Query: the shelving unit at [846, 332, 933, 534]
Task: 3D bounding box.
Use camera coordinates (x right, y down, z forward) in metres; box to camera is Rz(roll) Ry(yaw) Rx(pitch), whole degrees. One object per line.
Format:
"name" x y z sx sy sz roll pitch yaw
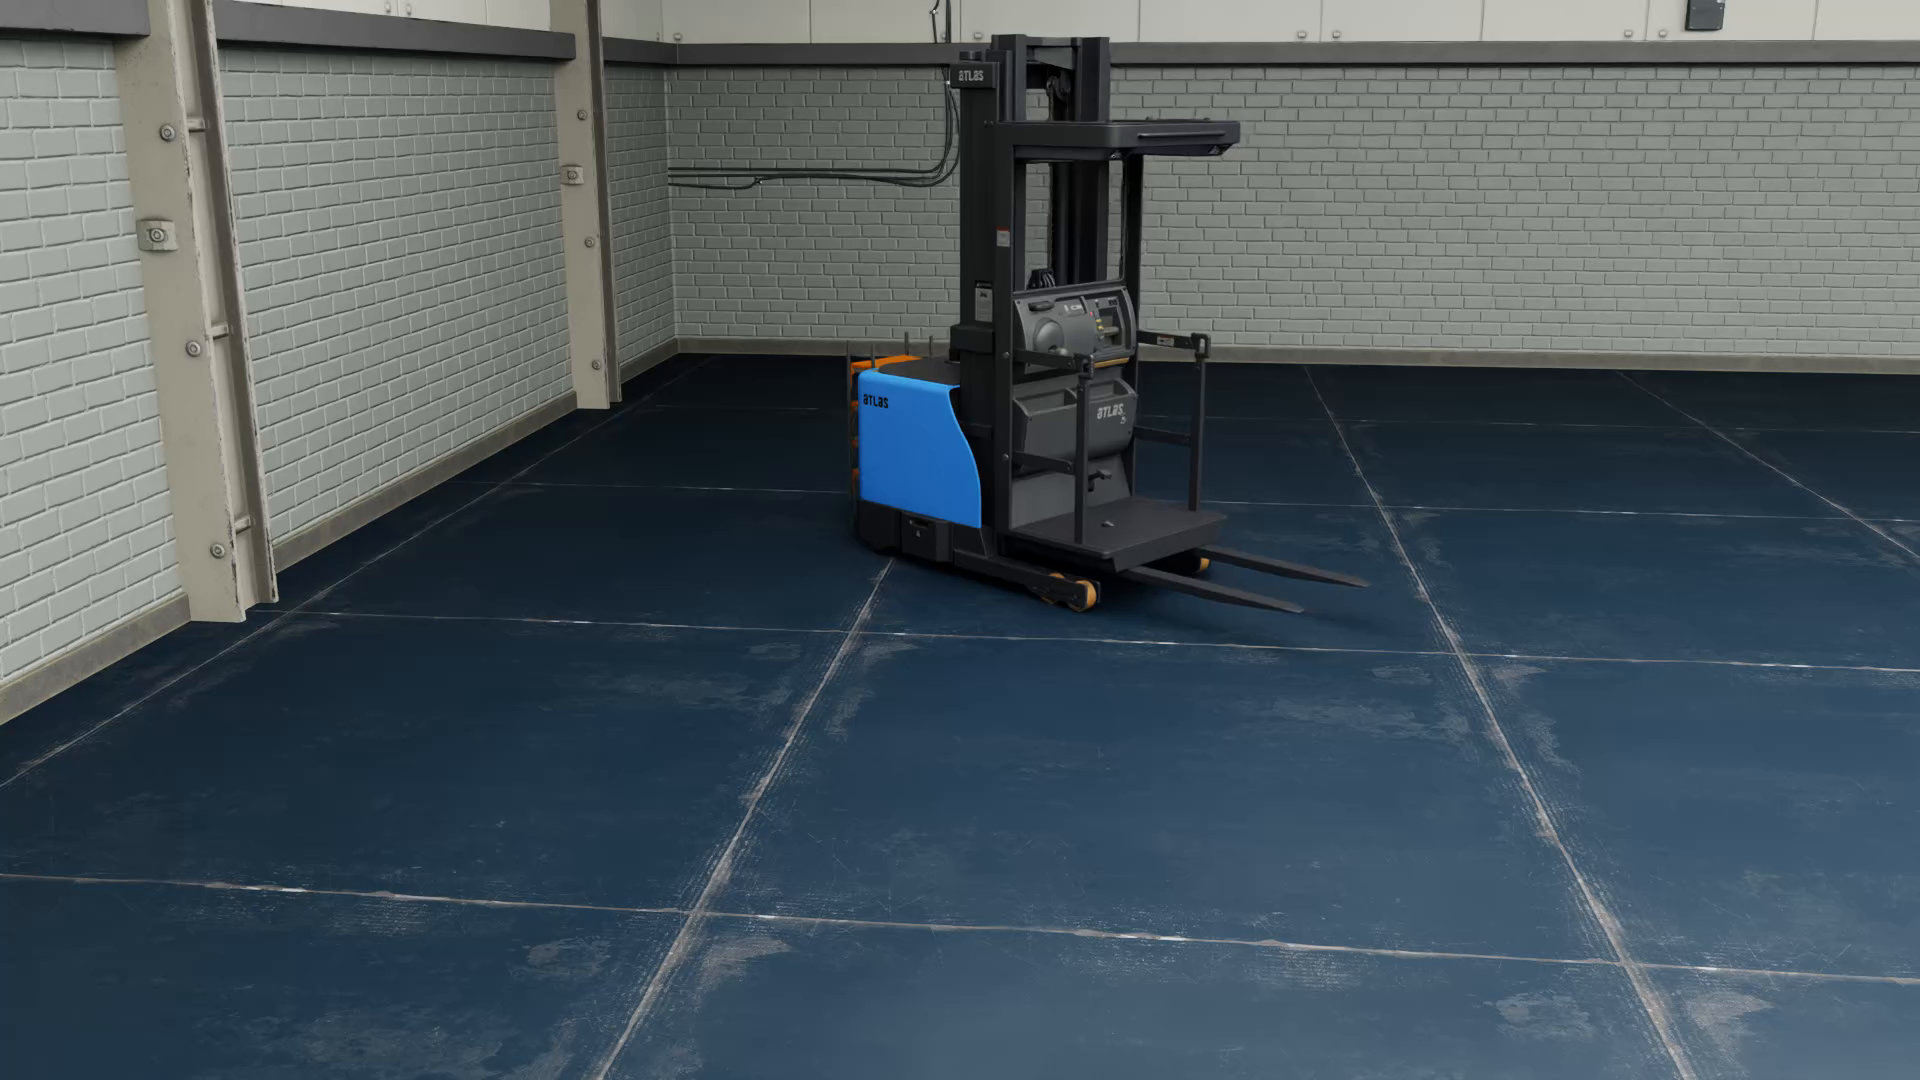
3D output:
"shelving unit" -0.424 -0.651 10.271 0.258 1.200 0.503 14 21 42

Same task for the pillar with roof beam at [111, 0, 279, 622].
"pillar with roof beam" 0.432 -3.848 7.151 9.100 9.000 0.400 2 15 6

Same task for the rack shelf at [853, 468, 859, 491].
"rack shelf" -0.424 -0.394 10.341 0.258 0.148 0.480 14 21 42

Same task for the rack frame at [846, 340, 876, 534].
"rack frame" -0.594 -0.605 10.102 0.240 1.200 0.015 14 21 42

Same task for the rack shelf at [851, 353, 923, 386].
"rack shelf" -0.424 -1.030 10.169 0.258 0.148 0.480 14 21 42

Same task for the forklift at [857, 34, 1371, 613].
"forklift" 0.788 -1.191 8.951 3.031 2.935 1.130 14 21 43

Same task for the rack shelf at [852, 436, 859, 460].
"rack shelf" -0.424 -0.586 10.289 0.258 0.148 0.480 14 21 42

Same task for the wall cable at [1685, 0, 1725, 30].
"wall cable" 7.909 -7.614 14.564 2.305 6.003 0.169 2 15 6

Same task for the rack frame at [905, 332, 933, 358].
"rack frame" -0.255 -0.697 10.441 0.240 1.200 0.015 14 21 42

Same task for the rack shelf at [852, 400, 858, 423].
"rack shelf" -0.424 -0.802 10.231 0.258 0.148 0.480 14 21 42

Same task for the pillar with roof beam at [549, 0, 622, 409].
"pillar with roof beam" 1.109 -5.404 12.906 9.100 9.000 0.400 2 15 6

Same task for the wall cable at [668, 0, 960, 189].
"wall cable" -1.522 -4.757 16.462 3.097 2.526 0.112 2 15 6
